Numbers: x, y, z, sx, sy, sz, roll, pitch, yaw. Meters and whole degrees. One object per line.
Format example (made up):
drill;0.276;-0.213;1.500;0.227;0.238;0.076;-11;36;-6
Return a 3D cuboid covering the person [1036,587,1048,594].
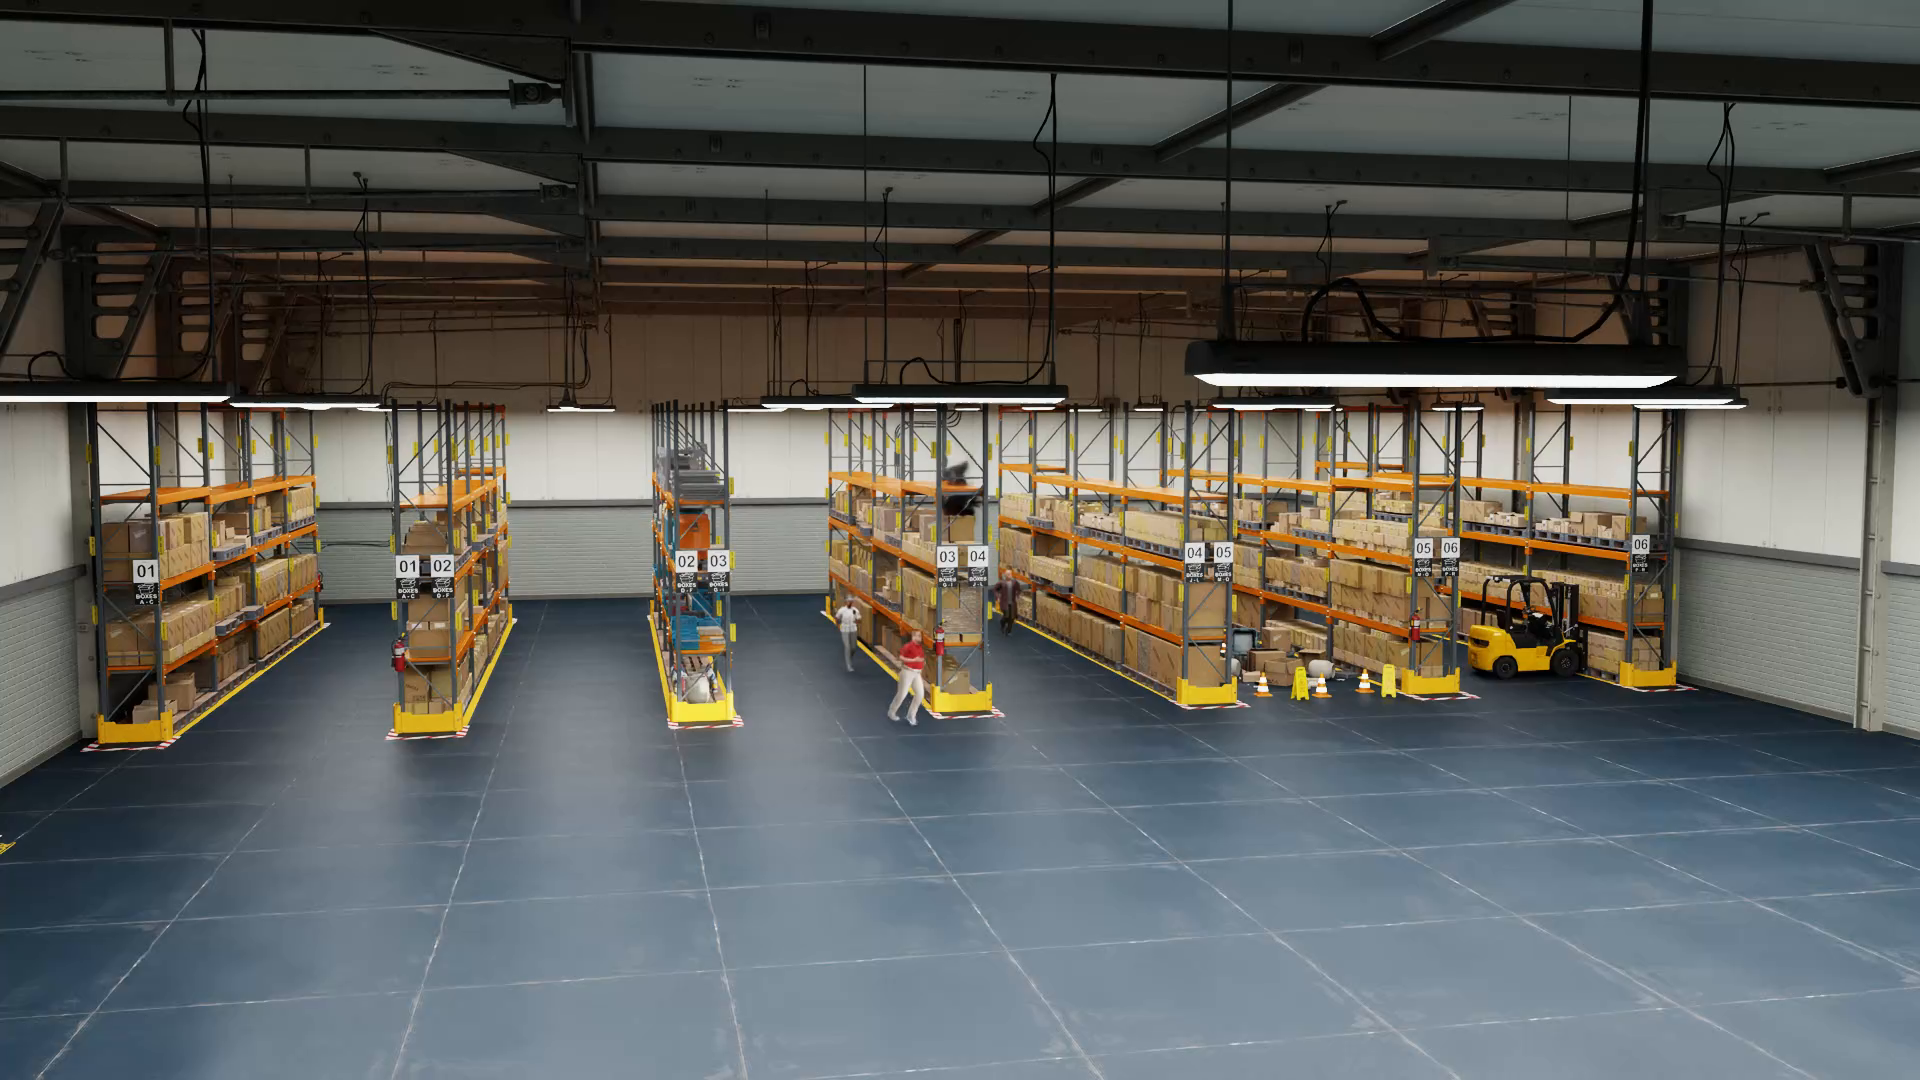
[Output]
person;2.421;1.073;50.296;0.578;1.734;0.656;-1;4;-10

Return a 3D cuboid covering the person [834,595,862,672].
person;-2.486;2.060;37.243;0.583;1.675;0.894;-1;4;-16

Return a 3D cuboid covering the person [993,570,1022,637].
person;1.252;1.739;42.747;0.714;1.530;0.624;-1;4;-14

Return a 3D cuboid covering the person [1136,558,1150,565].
person;5.556;1.054;50.969;0.688;1.720;0.614;0;4;1

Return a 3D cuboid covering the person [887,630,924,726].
person;-0.899;2.559;30.957;0.677;1.762;0.750;-4;6;-43
